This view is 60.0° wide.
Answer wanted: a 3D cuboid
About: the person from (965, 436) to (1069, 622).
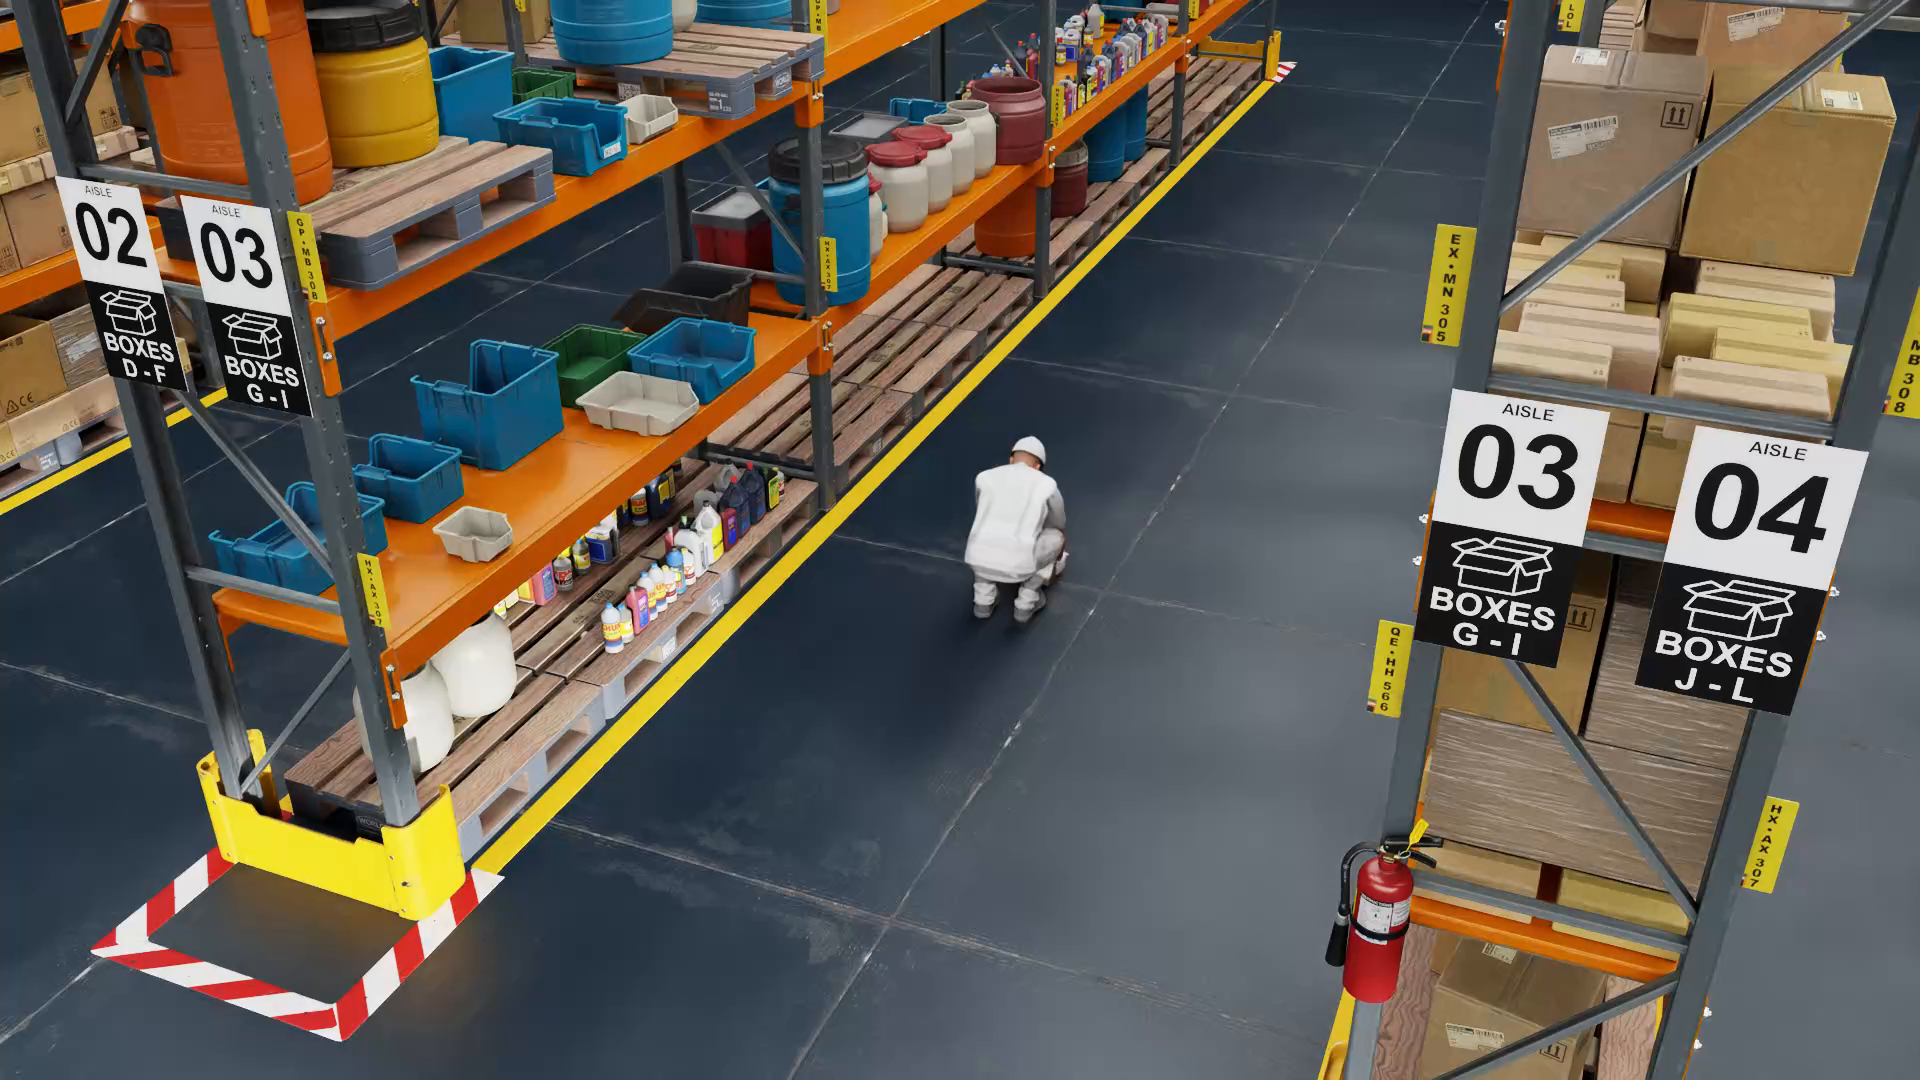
[{"bbox_3d":[0.313,-0.038,9.393,0.544,0.877,0.889,11,31,19],"label":"person"}]
